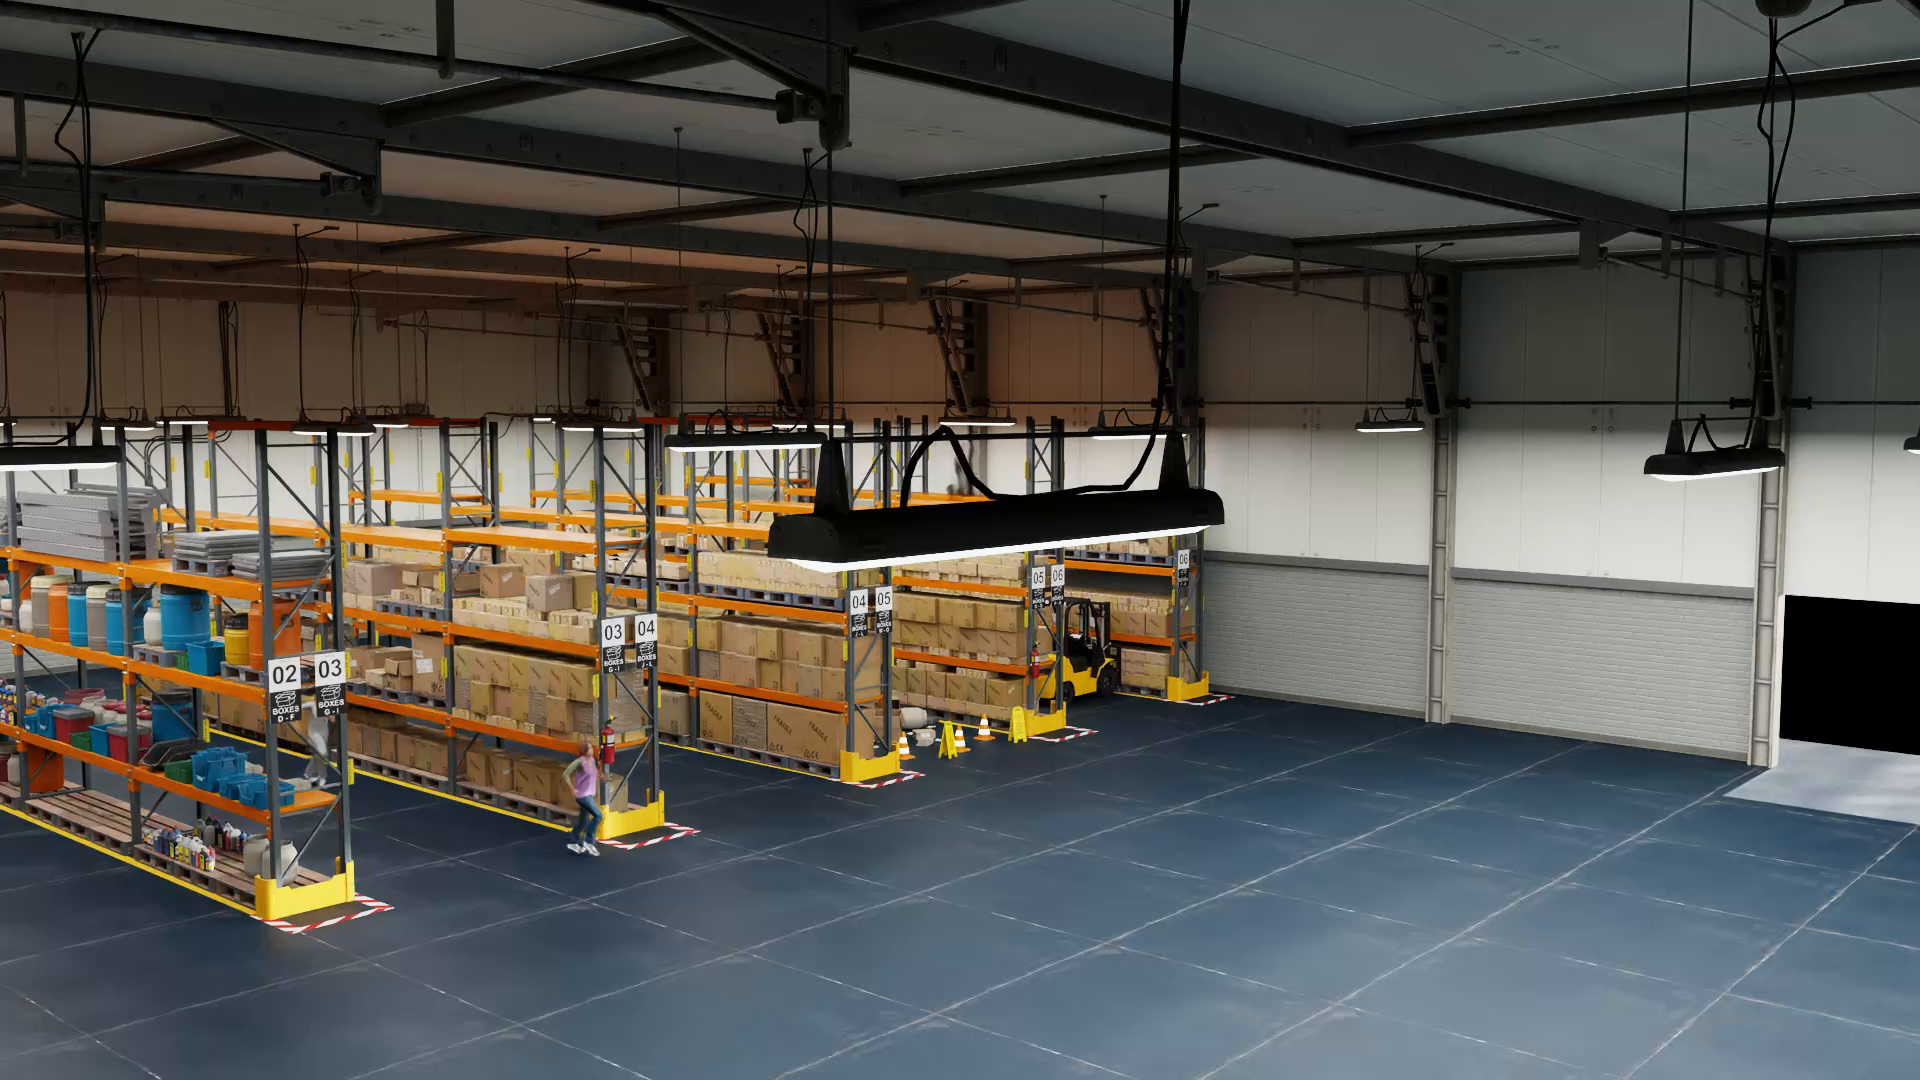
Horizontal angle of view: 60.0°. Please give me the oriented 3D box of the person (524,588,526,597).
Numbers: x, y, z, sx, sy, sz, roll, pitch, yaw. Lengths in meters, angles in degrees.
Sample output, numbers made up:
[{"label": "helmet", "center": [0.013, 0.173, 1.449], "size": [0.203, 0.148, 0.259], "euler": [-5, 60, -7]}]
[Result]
[{"label": "person", "center": [-11.093, 1.878, 43.163], "size": [0.684, 1.847, 0.846], "euler": [4, 6, 41]}]

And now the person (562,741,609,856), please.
[{"label": "person", "center": [-5.223, 3.603, 23.280], "size": [0.608, 1.608, 0.511], "euler": [1, 5, 10]}]

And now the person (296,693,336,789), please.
[{"label": "person", "center": [-10.561, 3.232, 27.323], "size": [0.815, 1.674, 0.589], "euler": [4, 6, 43]}]

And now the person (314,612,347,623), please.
[{"label": "person", "center": [-14.721, 2.201, 38.863], "size": [0.700, 1.829, 0.835], "euler": [0, 5, 5]}]
